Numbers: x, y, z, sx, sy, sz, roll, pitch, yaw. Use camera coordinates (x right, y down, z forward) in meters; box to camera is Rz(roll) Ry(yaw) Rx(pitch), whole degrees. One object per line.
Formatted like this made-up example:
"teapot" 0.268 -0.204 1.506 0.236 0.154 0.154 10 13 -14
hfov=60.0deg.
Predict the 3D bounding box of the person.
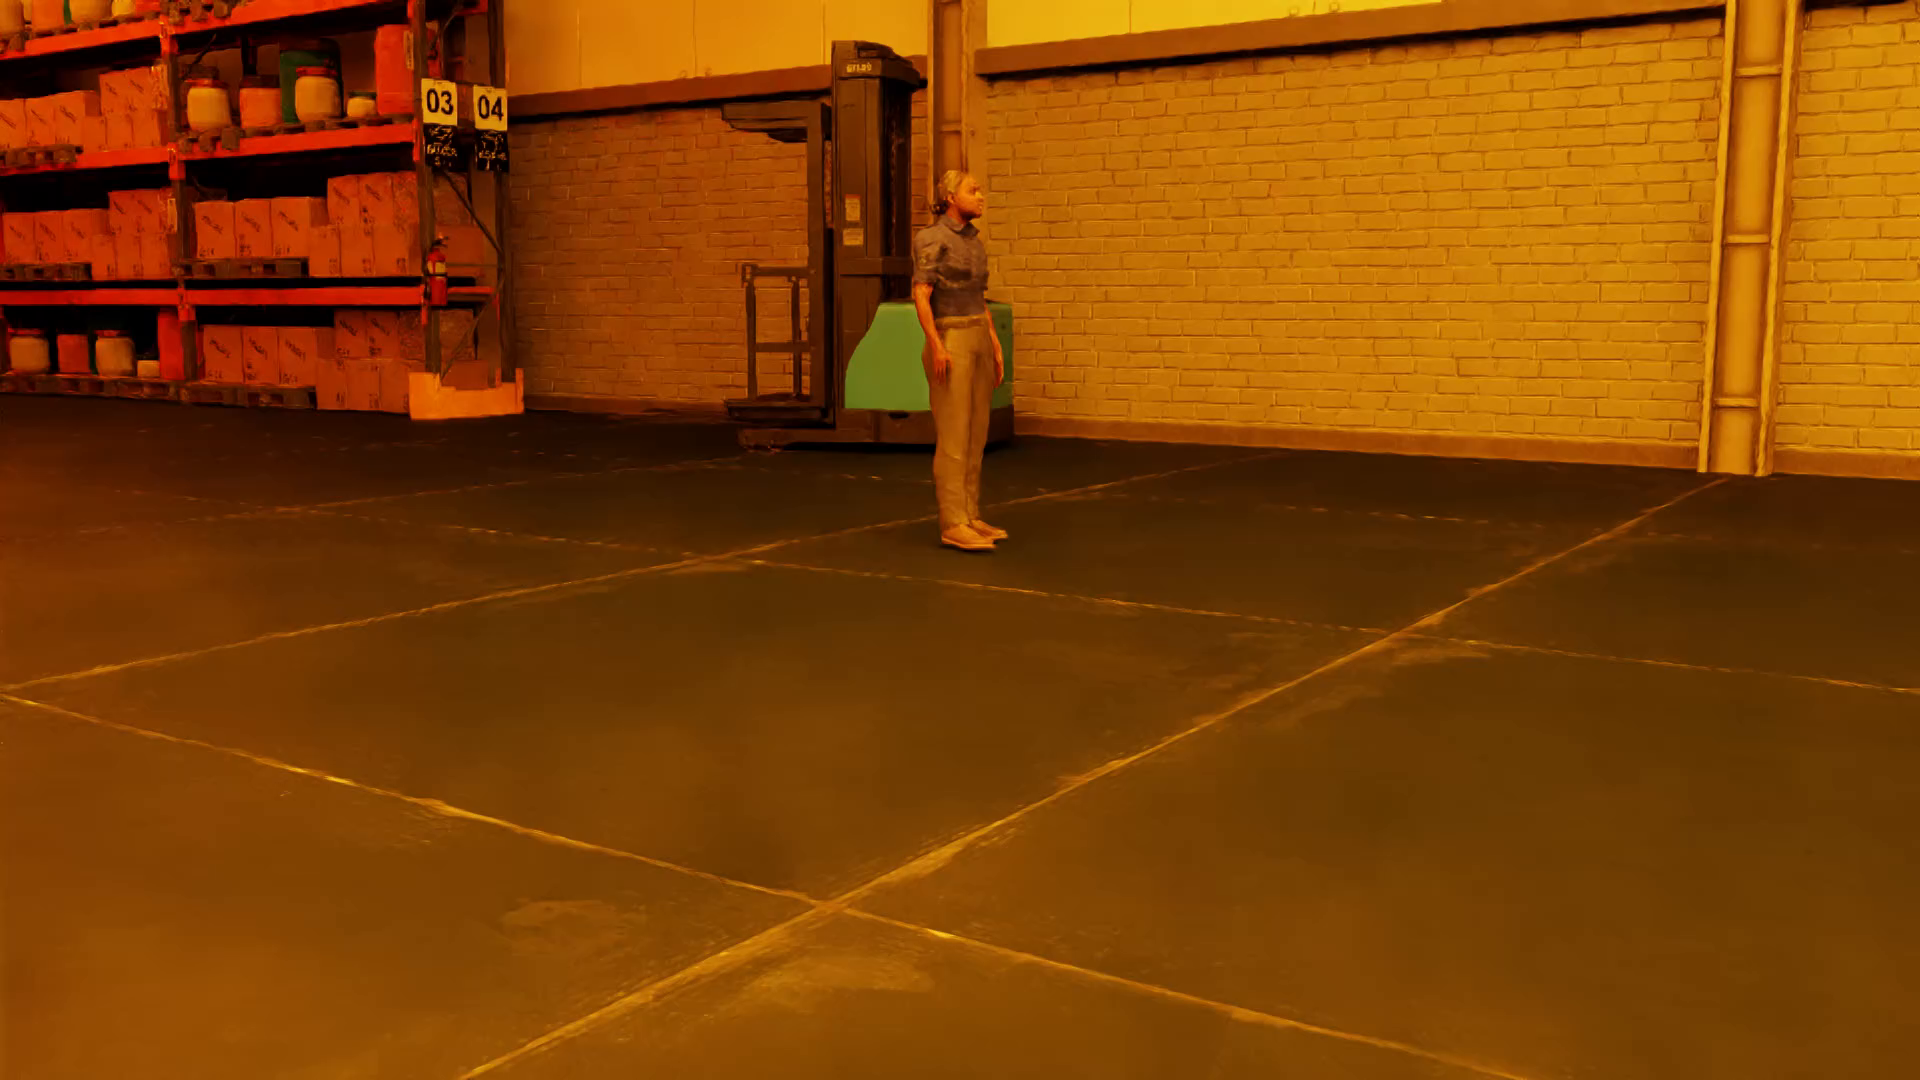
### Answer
"person" 0.062 -0.817 7.421 0.503 1.654 0.570 5 10 34

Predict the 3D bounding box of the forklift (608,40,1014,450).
"forklift" -1.156 -2.182 12.536 3.031 2.935 1.130 2 8 14
